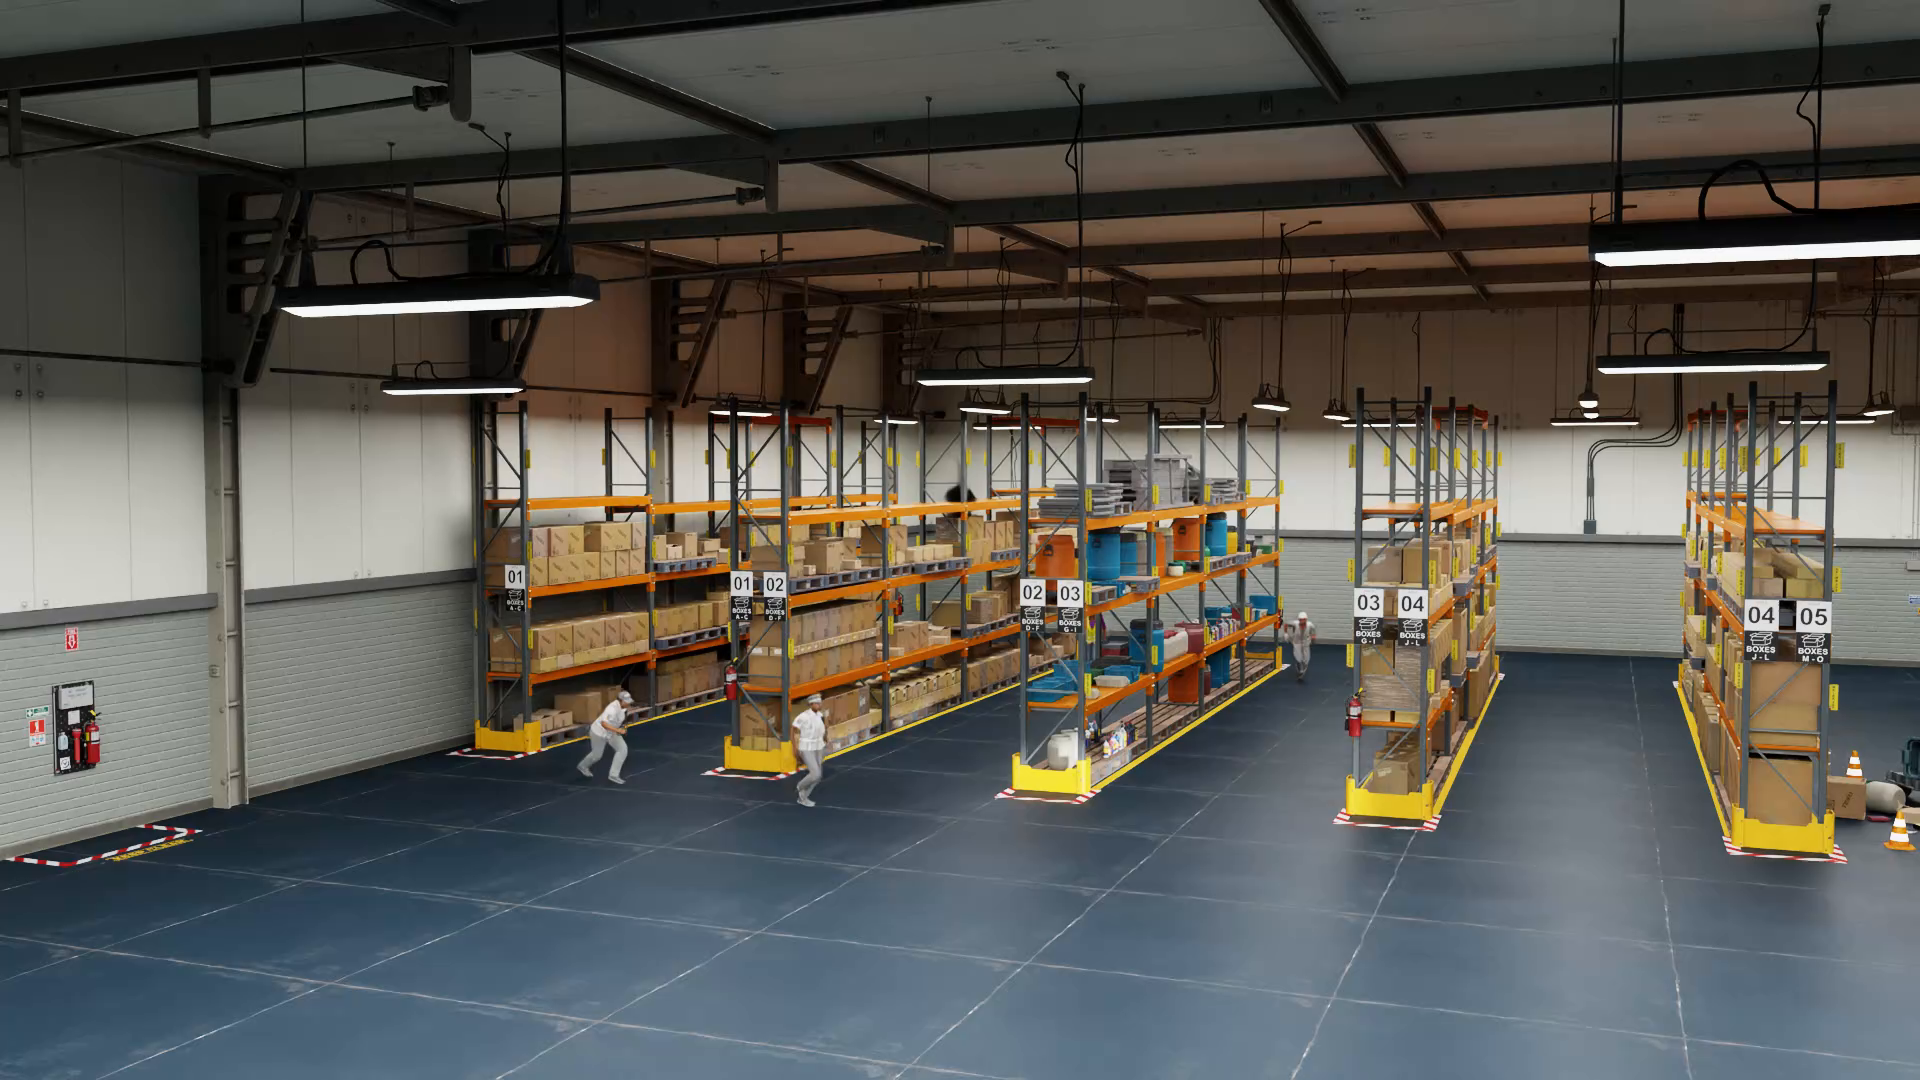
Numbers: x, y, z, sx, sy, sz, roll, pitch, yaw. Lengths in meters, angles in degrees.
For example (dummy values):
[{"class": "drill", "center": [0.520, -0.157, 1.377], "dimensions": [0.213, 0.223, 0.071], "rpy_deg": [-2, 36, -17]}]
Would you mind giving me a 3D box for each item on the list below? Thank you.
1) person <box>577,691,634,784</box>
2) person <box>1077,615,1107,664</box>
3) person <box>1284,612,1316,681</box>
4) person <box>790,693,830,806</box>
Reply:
[{"class": "person", "center": [-5.516, 3.045, 25.759], "dimensions": [1.161, 1.478, 0.589], "rpy_deg": [1, 3, 27]}, {"class": "person", "center": [2.972, 2.320, 37.665], "dimensions": [0.707, 1.715, 0.732], "rpy_deg": [0, 3, 3]}, {"class": "person", "center": [7.588, 2.383, 37.143], "dimensions": [0.704, 1.599, 0.917], "rpy_deg": [0, 3, 8]}, {"class": "person", "center": [-2.148, 3.021, 23.908], "dimensions": [0.526, 1.645, 0.642], "rpy_deg": [2, 4, 41]}]
